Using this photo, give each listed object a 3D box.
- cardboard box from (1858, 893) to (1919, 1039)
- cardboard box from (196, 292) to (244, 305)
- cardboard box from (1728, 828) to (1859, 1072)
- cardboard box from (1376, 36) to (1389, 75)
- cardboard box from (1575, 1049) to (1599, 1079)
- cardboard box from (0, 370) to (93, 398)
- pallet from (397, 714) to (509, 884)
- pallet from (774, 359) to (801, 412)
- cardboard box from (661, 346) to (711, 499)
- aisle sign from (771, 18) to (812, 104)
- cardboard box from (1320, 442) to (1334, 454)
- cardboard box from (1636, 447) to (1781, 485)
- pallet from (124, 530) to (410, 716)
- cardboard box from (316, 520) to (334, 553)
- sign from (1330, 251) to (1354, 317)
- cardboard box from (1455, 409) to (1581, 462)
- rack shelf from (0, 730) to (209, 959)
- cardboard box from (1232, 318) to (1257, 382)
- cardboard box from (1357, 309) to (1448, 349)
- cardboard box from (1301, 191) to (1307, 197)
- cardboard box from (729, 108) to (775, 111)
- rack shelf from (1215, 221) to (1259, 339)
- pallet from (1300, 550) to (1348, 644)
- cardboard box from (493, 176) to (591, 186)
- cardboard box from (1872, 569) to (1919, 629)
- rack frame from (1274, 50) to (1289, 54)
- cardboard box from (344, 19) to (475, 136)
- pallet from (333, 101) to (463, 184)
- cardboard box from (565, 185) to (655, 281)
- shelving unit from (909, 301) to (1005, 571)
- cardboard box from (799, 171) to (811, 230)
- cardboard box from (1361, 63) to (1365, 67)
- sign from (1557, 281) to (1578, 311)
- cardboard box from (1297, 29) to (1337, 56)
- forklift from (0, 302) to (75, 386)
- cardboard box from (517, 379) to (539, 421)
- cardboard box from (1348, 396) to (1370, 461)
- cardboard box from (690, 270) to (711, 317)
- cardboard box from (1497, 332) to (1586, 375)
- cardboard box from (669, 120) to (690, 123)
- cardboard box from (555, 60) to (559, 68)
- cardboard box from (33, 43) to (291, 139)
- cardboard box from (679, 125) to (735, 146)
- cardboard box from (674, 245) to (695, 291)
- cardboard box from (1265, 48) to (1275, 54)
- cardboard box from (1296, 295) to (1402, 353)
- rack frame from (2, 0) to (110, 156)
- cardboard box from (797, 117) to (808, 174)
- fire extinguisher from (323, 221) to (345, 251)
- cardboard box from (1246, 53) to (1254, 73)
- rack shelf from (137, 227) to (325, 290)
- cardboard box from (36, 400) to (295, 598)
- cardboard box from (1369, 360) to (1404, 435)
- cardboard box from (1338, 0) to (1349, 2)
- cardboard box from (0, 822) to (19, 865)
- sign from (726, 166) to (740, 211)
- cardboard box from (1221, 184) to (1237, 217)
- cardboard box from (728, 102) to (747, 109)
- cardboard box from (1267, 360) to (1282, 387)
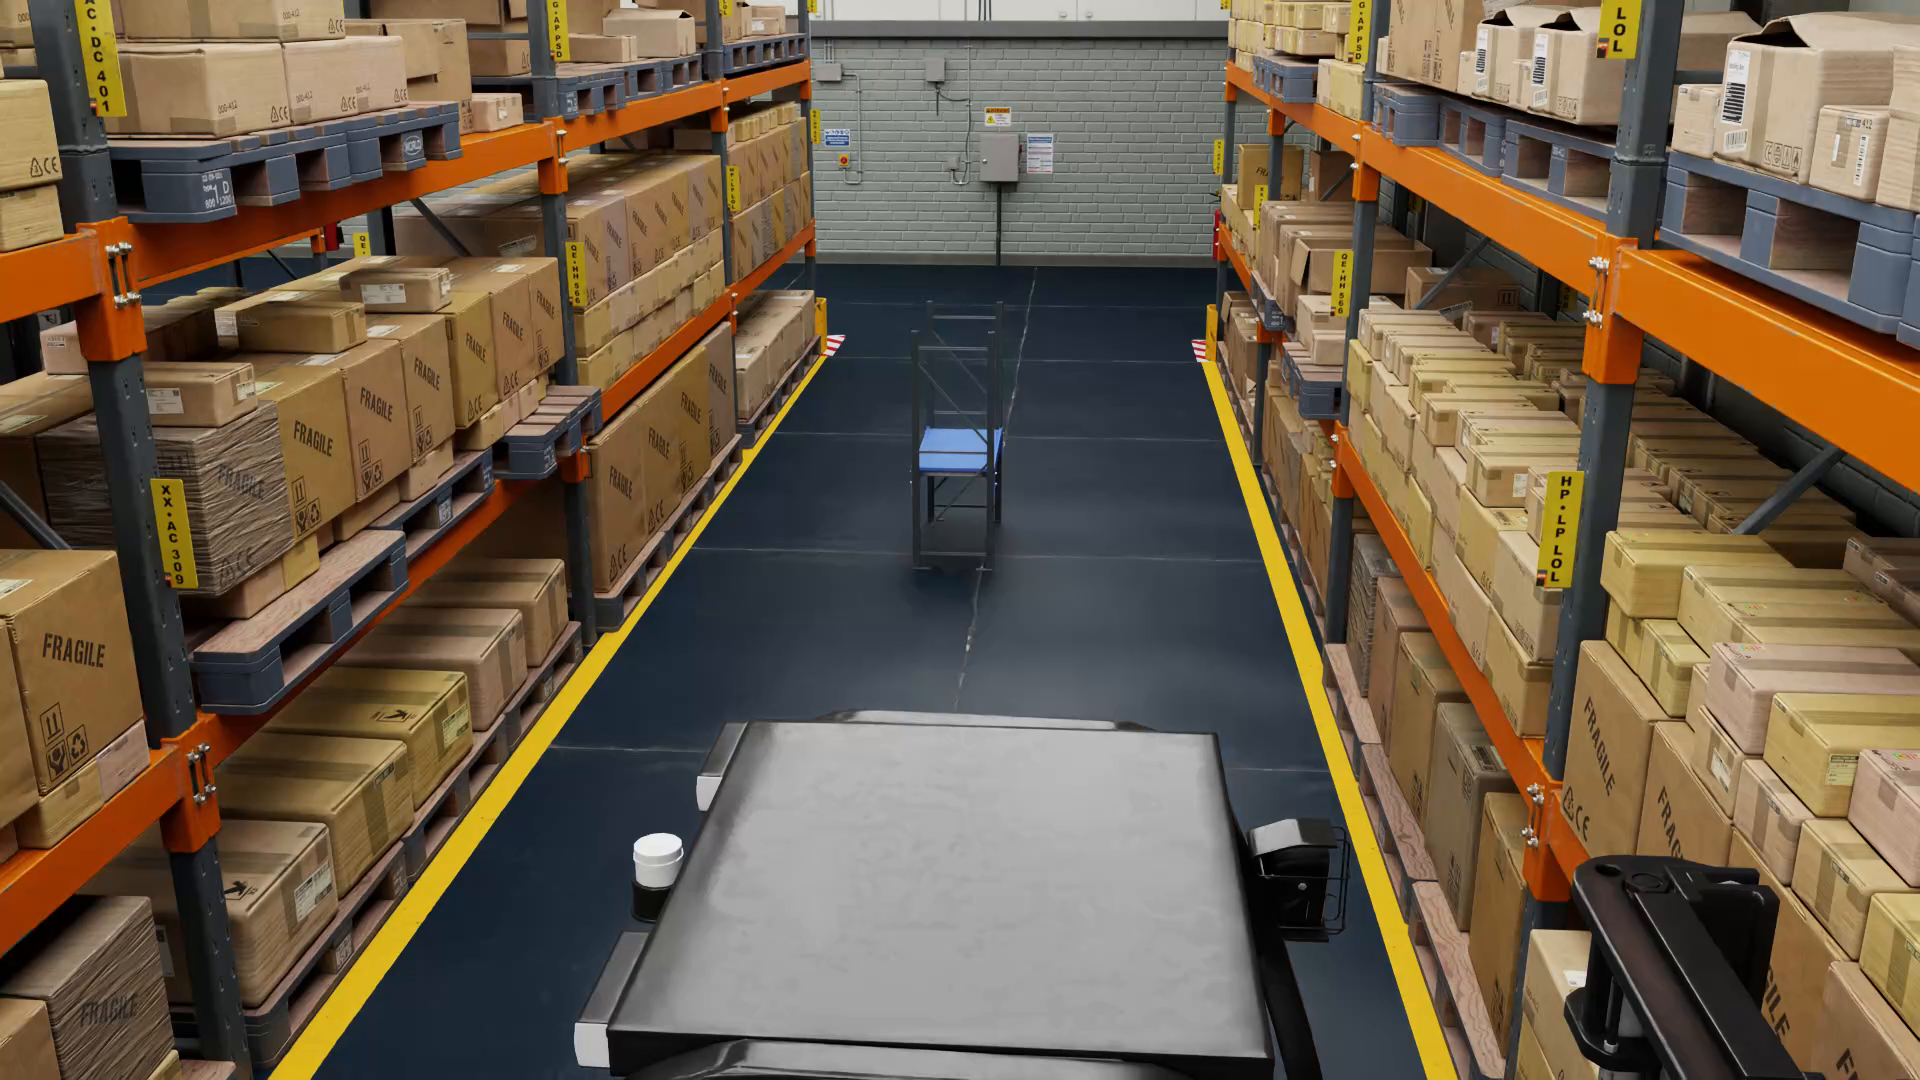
[{"bbox_3d":[1.737,0.711,2.733,0.380,0.149,0.250,1,18,3],"label":"cardboard box"},{"bbox_3d":[-7.159,-2.306,16.091,0.380,0.149,0.250,2,18,5],"label":"cardboard box"},{"bbox_3d":[1.805,0.898,3.205,0.500,0.500,0.500,1,18,3],"label":"cardboard box"},{"bbox_3d":[2.112,-2.208,7.568,0.380,0.166,0.250,1,18,4],"label":"cardboard box"},{"bbox_3d":[1.759,1.428,3.884,0.500,0.250,0.500,1,18,4],"label":"cardboard box"},{"bbox_3d":[-2.960,-0.307,5.729,0.500,0.500,0.500,1,18,4],"label":"cardboard box"},{"bbox_3d":[-2.659,1.088,7.264,1.003,0.211,1.213,1,18,4],"label":"pallet"},{"bbox_3d":[-2.007,-1.389,14.824,1.003,0.211,1.213,1,18,4],"label":"pallet"},{"bbox_3d":[-2.246,-0.815,11.331,0.875,0.875,0.875,2,18,6],"label":"cardboard box"},{"bbox_3d":[-1.623,-4.593,15.949,0.394,0.787,0.004,1,18,4],"label":"aisle sign"},{"bbox_3d":[2.338,-0.474,9.852,0.380,0.149,0.250,2,18,6],"label":"cardboard box"},{"bbox_3d":[2.480,-0.206,5.531,0.380,0.149,0.250,1,18,3],"label":"cardboard box"},{"bbox_3d":[-2.598,0.241,5.677,1.003,0.211,1.213,1,18,4],"label":"pallet"},{"bbox_3d":[-2.473,-0.027,5.919,0.380,0.149,0.250,2,18,7],"label":"cardboard box"},{"bbox_3d":[1.898,-1.270,8.249,0.100,0.325,0.005,1,18,4],"label":"sign"},{"bbox_3d":[2.018,-0.370,6.033,0.380,0.149,0.250,1,18,4],"label":"cardboard box"},{"bbox_3d":[-2.941,1.347,3.149,1.077,0.370,4.000,1,18,4],"label":"rack shelf"},{"bbox_3d":[2.637,-1.630,14.421,0.500,0.500,0.500,2,18,5],"label":"cardboard box"},{"bbox_3d":[2.123,-1.012,7.991,0.380,0.149,0.250,2,18,6],"label":"cardboard box"},{"bbox_3d":[3.207,-2.994,15.006,0.500,0.250,0.500,1,18,4],"label":"cardboard box"},{"bbox_3d":[-1.841,-3.739,14.709,0.380,0.149,0.250,1,18,3],"label":"cardboard box"},{"bbox_3d":[2.870,-2.270,14.188,1.077,0.370,4.000,1,18,4],"label":"rack shelf"},{"bbox_3d":[2.531,0.346,9.529,1.003,0.211,1.213,1,18,4],"label":"pallet"},{"bbox_3d":[-2.621,-2.018,10.497,0.500,0.500,0.500,1,18,3],"label":"cardboard box"},{"bbox_3d":[2.372,0.180,3.877,0.380,0.149,0.250,1,18,2],"label":"cardboard box"},{"bbox_3d":[2.727,-4.841,11.247,1.000,3.000,0.127,1,18,4],"label":"rack frame"},{"bbox_3d":[-2.589,-2.037,7.344,0.700,0.500,0.500,1,18,4],"label":"cardboard box"},{"bbox_3d":[-2.576,-1.463,6.056,1.213,0.211,1.003,1,18,4],"label":"pallet"},{"bbox_3d":[-2.154,-1.843,9.964,0.500,0.500,0.500,2,18,5],"label":"cardboard box"},{"bbox_3d":[-0.006,-0.686,10.609,0.538,1.500,1.048,1,18,4],"label":"shelving unit"},{"bbox_3d":[-1.708,-3.234,15.816,0.500,0.500,0.500,1,18,4],"label":"cardboard box"},{"bbox_3d":[2.263,-2.487,8.480,0.380,0.149,0.250,1,18,3],"label":"cardboard box"},{"bbox_3d":[2.994,-1.287,8.174,0.100,0.325,0.005,1,18,4],"label":"sign"},{"bbox_3d":[2.224,-2.982,9.957,0.380,0.149,0.250,2,18,5],"label":"cardboard box"},{"bbox_3d":[-5.485,-0.933,9.063,3.031,2.935,1.130,-9,20,-26],"label":"forklift"},{"bbox_3d":[-2.221,-0.667,7.870,0.380,0.149,0.250,1,18,3],"label":"cardboard box"},{"bbox_3d":[2.164,-0.545,8.009,0.500,0.250,0.500,1,18,4],"label":"cardboard box"},{"bbox_3d":[-2.043,-1.726,11.614,0.500,0.250,0.500,1,18,3],"label":"cardboard box"},{"bbox_3d":[2.632,-0.836,7.454,0.380,0.149,0.250,1,18,4],"label":"cardboard box"},{"bbox_3d":[-2.365,-3.270,13.276,0.380,0.149,0.250,1,18,3],"label":"cardboard box"},{"bbox_3d":[-2.630,-2.842,9.127,0.700,0.500,0.500,0,18,1],"label":"cardboard box"},{"bbox_3d":[-2.356,-1.342,4.950,0.500,0.250,0.500,1,18,2],"label":"cardboard box"},{"bbox_3d":[-1.941,-3.103,12.768,0.380,0.149,0.250,2,18,5],"label":"cardboard box"},{"bbox_3d":[-2.073,-1.808,11.061,0.500,0.250,0.500,2,18,5],"label":"cardboard box"},{"bbox_3d":[2.511,-3.642,12.165,0.500,0.250,0.500,1,18,4],"label":"cardboard box"},{"bbox_3d":[2.193,-1.211,9.369,0.500,0.250,0.500,0,18,1],"label":"cardboard box"},{"bbox_3d":[-2.798,-2.466,3.998,1.000,3.000,0.127,1,18,4],"label":"rack frame"},{"bbox_3d":[-1.735,-3.710,15.662,0.500,0.500,0.500,2,18,6],"label":"cardboard box"},{"bbox_3d":[-6.404,-3.276,16.825,0.296,0.674,0.183,1,18,4],"label":"fire extinguisher"},{"bbox_3d":[2.539,-3.894,13.575,0.380,0.149,0.250,2,18,5],"label":"cardboard box"},{"bbox_3d":[-7.026,-2.459,14.764,1.077,0.370,4.000,1,18,4],"label":"rack shelf"},{"bbox_3d":[-2.478,-0.143,5.230,0.500,0.500,0.500,2,18,5],"label":"cardboard box"},{"bbox_3d":[2.127,-0.627,7.456,0.500,0.250,0.500,2,18,6],"label":"cardboard box"},{"bbox_3d":[2.773,-3.785,11.266,0.396,0.266,0.258,1,18,3],"label":"cardboard box"},{"bbox_3d":[-2.625,0.767,4.167,0.380,0.149,0.250,1,18,4],"label":"cardboard box"},{"bbox_3d":[-1.683,-2.604,12.320,0.100,0.325,0.005,1,18,4],"label":"sign"},{"bbox_3d":[2.712,-3.168,15.537,0.500,0.250,0.500,1,18,4],"label":"cardboard box"},{"bbox_3d":[-2.187,-3.986,15.463,0.380,0.149,0.250,2,18,5],"label":"cardboard box"},{"bbox_3d":[2.435,-1.205,12.082,0.380,0.149,0.250,2,18,7],"label":"cardboard box"}]
